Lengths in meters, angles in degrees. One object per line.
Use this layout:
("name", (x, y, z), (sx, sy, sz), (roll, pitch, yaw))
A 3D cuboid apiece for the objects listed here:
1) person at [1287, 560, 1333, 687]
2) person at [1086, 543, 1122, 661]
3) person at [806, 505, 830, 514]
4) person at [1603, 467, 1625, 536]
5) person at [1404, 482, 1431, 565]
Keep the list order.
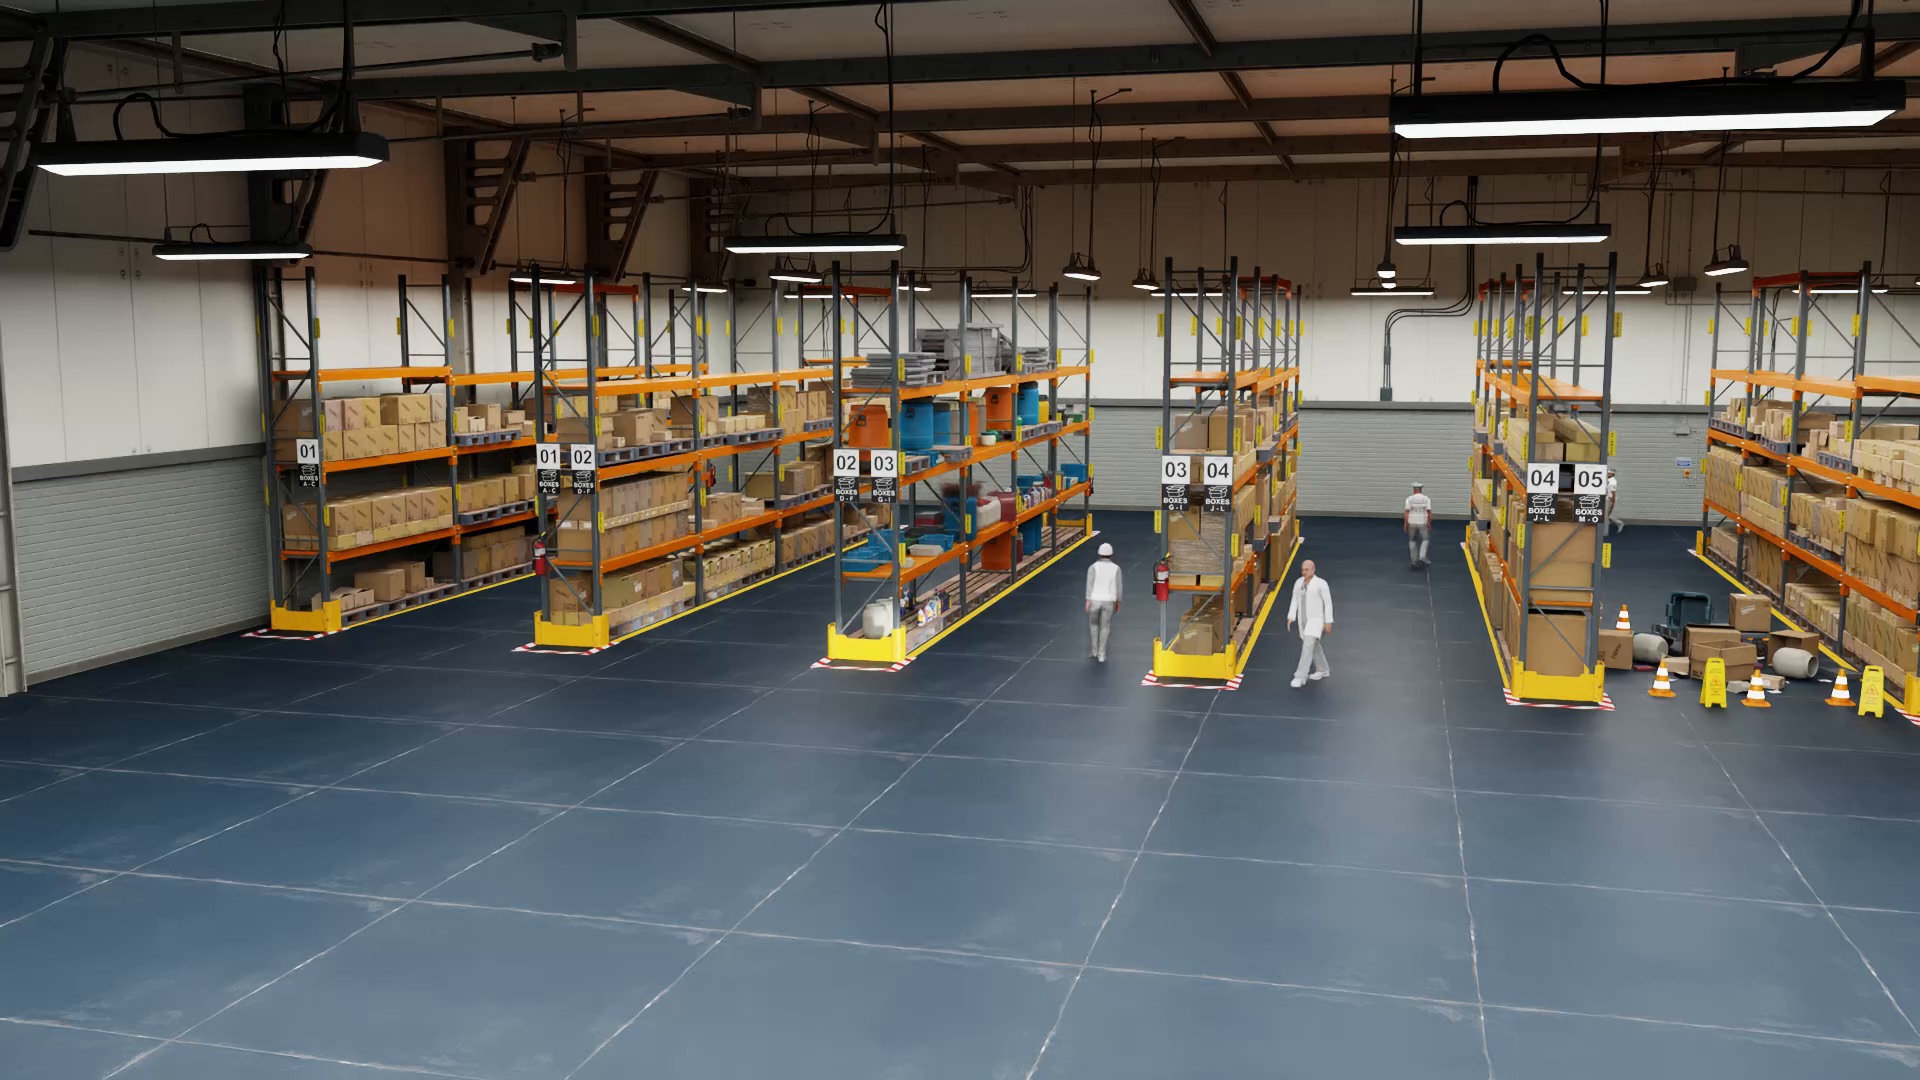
("person", (4.897, 1.149, 23.427), (1.025, 1.736, 0.609), (-5, 9, -33))
("person", (2.177, 0.967, 25.148), (0.535, 1.820, 0.574), (1, 7, 11))
("person", (-3.850, -1.489, 44.869), (1.005, 1.601, 0.464), (3, 8, 25))
("person", (15.724, -0.926, 40.112), (0.672, 1.658, 0.459), (2, 7, 13))
("person", (9.723, -0.338, 35.312), (0.576, 1.753, 0.548), (2, 7, 12))
